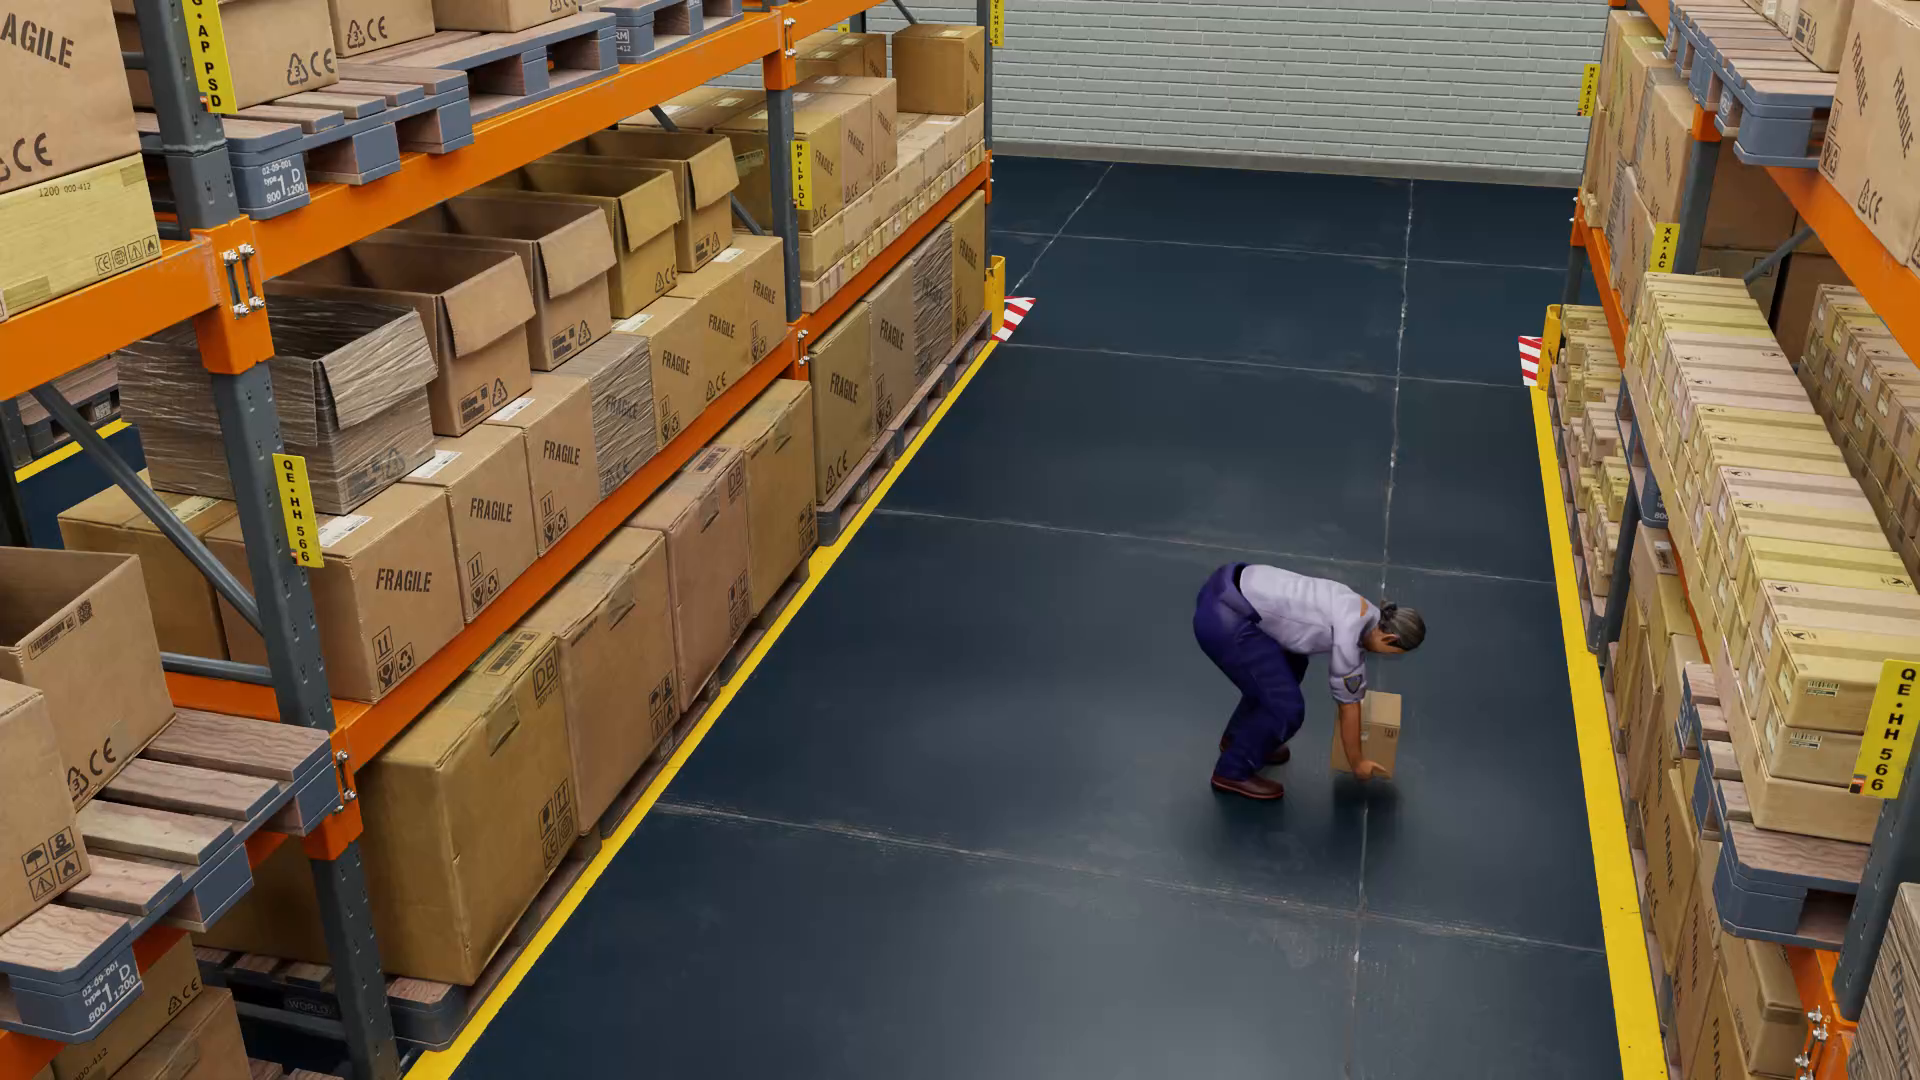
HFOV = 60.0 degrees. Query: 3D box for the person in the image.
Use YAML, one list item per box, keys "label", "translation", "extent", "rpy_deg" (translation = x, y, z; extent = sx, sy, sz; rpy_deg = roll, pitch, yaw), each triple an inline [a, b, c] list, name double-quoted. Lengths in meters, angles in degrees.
- label: "person"
  translation: [1.392, 0.569, 6.754]
  extent: [0.907, 0.945, 0.503]
  rpy_deg: [5, 26, 11]
